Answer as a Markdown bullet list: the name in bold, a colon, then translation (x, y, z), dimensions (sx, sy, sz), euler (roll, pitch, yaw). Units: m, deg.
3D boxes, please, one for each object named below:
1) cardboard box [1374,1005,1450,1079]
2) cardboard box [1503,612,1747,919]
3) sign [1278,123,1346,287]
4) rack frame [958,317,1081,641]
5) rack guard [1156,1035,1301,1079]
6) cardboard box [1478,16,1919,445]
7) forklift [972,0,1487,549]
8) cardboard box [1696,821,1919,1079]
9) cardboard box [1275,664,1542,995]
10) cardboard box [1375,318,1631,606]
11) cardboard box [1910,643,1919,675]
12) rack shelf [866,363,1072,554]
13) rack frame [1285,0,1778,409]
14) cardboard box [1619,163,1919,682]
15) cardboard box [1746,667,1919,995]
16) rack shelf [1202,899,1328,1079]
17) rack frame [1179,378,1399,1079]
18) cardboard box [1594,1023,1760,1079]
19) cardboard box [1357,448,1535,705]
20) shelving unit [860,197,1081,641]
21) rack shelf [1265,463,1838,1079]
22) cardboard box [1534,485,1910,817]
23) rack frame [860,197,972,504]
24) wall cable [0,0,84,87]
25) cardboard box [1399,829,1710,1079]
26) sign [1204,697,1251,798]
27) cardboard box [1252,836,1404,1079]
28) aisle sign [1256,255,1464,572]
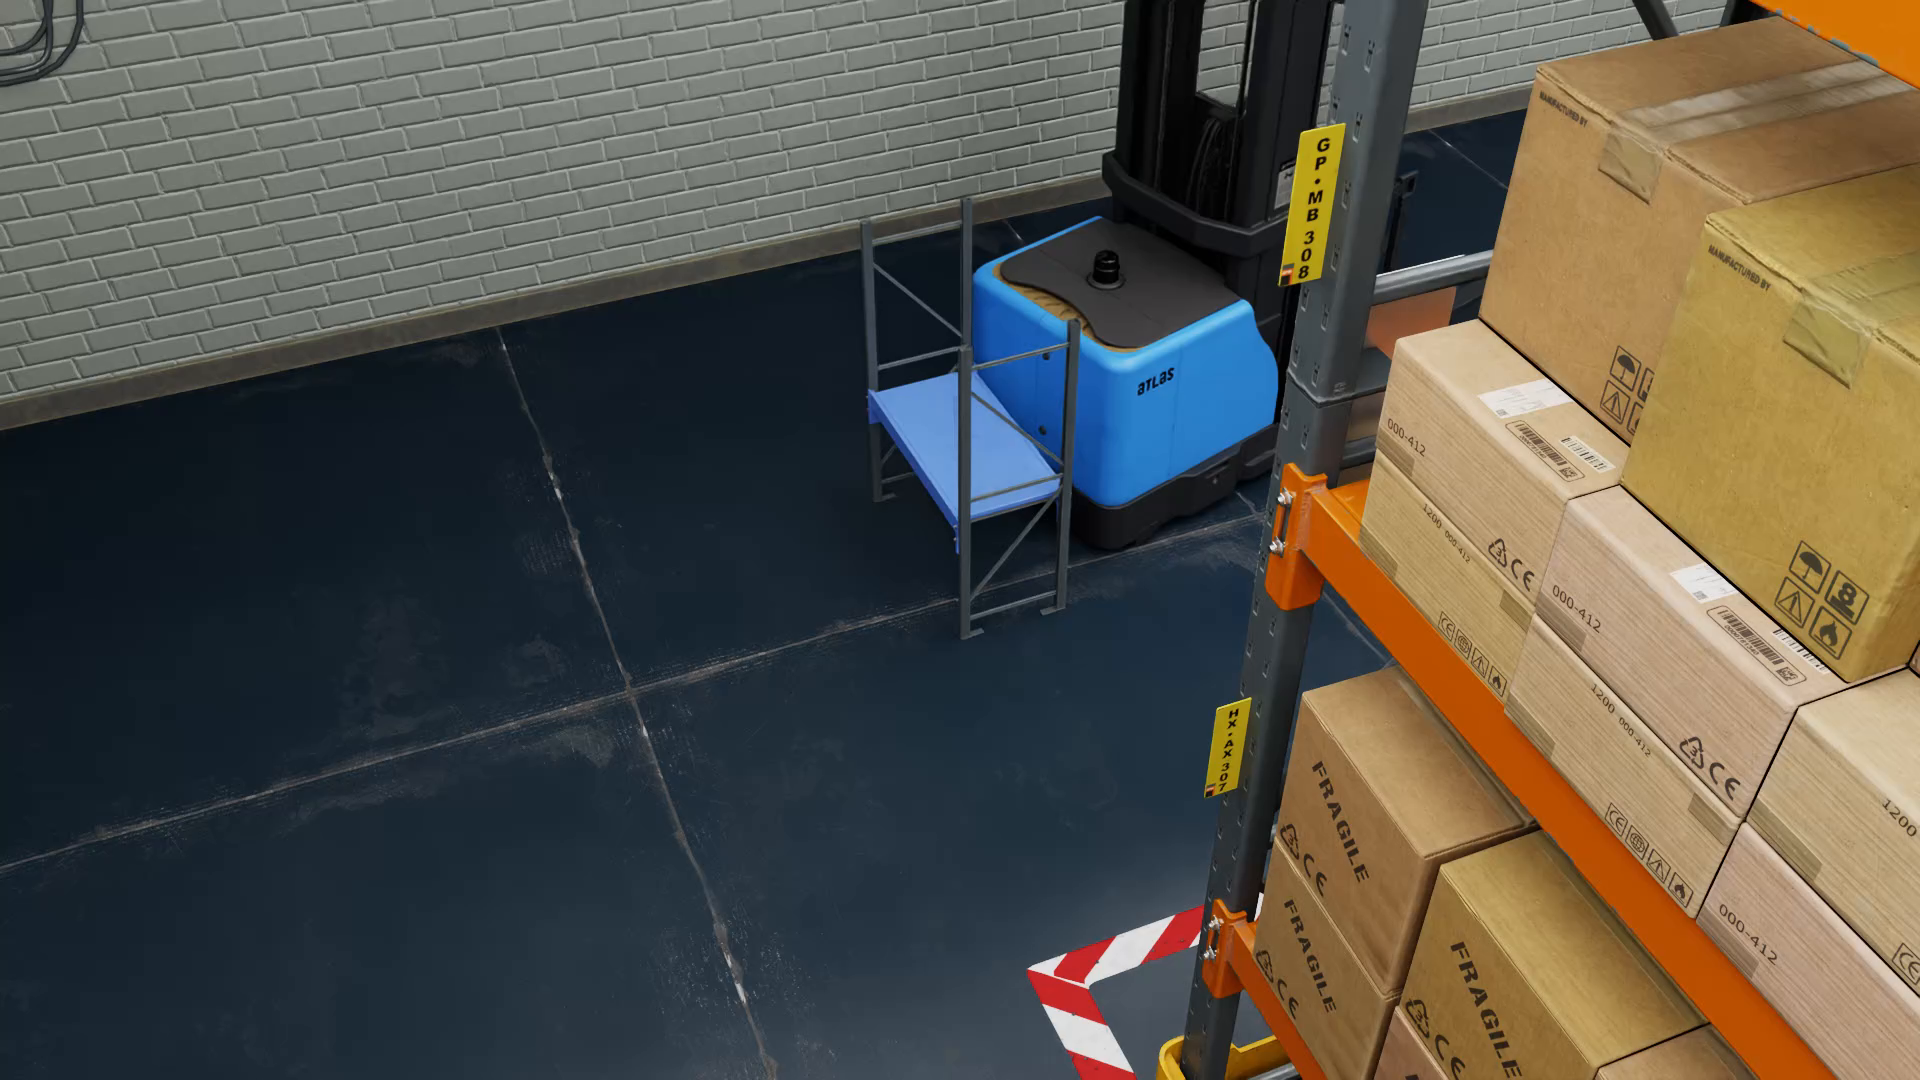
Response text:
- **cardboard box**: translation (1.292, 1.313, 3.765), dimensions (0.500, 0.500, 0.500), euler (-16, 43, -17)
- **cardboard box**: translation (1.305, 0.305, 2.828), dimensions (0.500, 0.250, 0.500), euler (-15, 43, -17)
- **sign**: translation (0.663, -0.625, 3.124), dimensions (0.100, 0.325, 0.005), euler (-15, 43, -17)
- **rack frame**: translation (0.227, -0.209, 6.761), dimensions (0.500, 1.500, 0.032), euler (-16, 43, -18)
- **rack guard**: translation (1.193, 1.702, 5.306), dimensions (1.175, 0.500, 0.348), euler (-15, 43, -17)
- **cardboard box**: translation (1.376, -0.541, 2.853), dimensions (0.700, 0.500, 0.500), euler (-15, 43, -17)
- **forklift**: translation (1.506, -1.872, 7.598), dimensions (3.031, 2.935, 1.130), euler (-28, 48, -28)
- **cardboard box**: translation (1.498, 0.606, 2.478), dimensions (0.500, 0.250, 0.500), euler (-15, 43, -17)
- **cardboard box**: translation (1.090, 0.624, 3.799), dimensions (0.500, 0.500, 0.500), euler (-14, 43, -16)
- **cardboard box**: translation (1.120, -0.187, 3.017), dimensions (0.500, 0.250, 0.500), euler (-15, 43, -17)
- **cardboard box**: translation (1.779, 0.056, 2.159), dimensions (0.700, 0.500, 0.500), euler (-15, 43, -17)
- **rack shelf**: translation (0.022, -0.376, 7.231), dimensions (0.538, 0.185, 1.000), euler (-16, 43, -18)
- **rack frame**: translation (1.164, -1.567, 2.589), dimensions (1.000, 3.000, 0.127), euler (-15, 43, -17)
- **cardboard box**: translation (1.489, -0.219, 2.478), dimensions (0.700, 0.500, 0.500), euler (-15, 43, -17)
- **cardboard box**: translation (1.502, 0.415, 2.316), dimensions (0.500, 0.250, 0.500), euler (-15, 43, -17)
- **rack shelf**: translation (1.929, 2.186, 3.378), dimensions (1.077, 0.370, 4.000), euler (-15, 43, -17)
- **rack frame**: translation (1.164, 0.708, 4.545), dimensions (1.000, 3.000, 0.127), euler (-15, 43, -17)
- **cardboard box**: translation (1.484, 1.240, 3.083), dimensions (0.500, 0.500, 0.500), euler (-15, 43, -16)
- **cardboard box**: translation (1.126, 0.001, 3.182), dimensions (0.500, 0.250, 0.500), euler (-15, 43, -17)
- **shelving unit**: translation (0.022, -0.512, 7.114), dimensions (0.538, 1.500, 1.048), euler (-16, 43, -18)
- **rack shelf**: translation (1.929, 1.048, 2.400), dimensions (1.077, 0.370, 4.000), euler (-15, 43, -17)
- **cardboard box**: translation (1.305, 0.115, 2.665), dimensions (0.500, 0.250, 0.500), euler (-15, 43, -17)
- **rack frame**: translation (-0.183, -0.815, 7.466), dimensions (0.500, 1.500, 0.032), euler (-16, 43, -18)
- **wall cable**: translation (-5.245, -2.647, 6.227), dimensions (3.097, 2.526, 0.112), euler (-15, 43, -17)
- **cardboard box**: translation (1.297, 0.937, 3.435), dimensions (0.500, 0.500, 0.500), euler (-15, 43, -16)
- **sign**: translation (0.663, 0.515, 4.105), dimensions (0.100, 0.325, 0.005), euler (-15, 43, -17)
- **cardboard box**: translation (1.090, 1.003, 4.125), dimensions (0.500, 0.500, 0.500), euler (-14, 43, -16)
- **aisle sign**: translation (0.867, -0.245, 3.660), dimensions (0.394, 0.787, 0.004), euler (-15, 43, -17)
